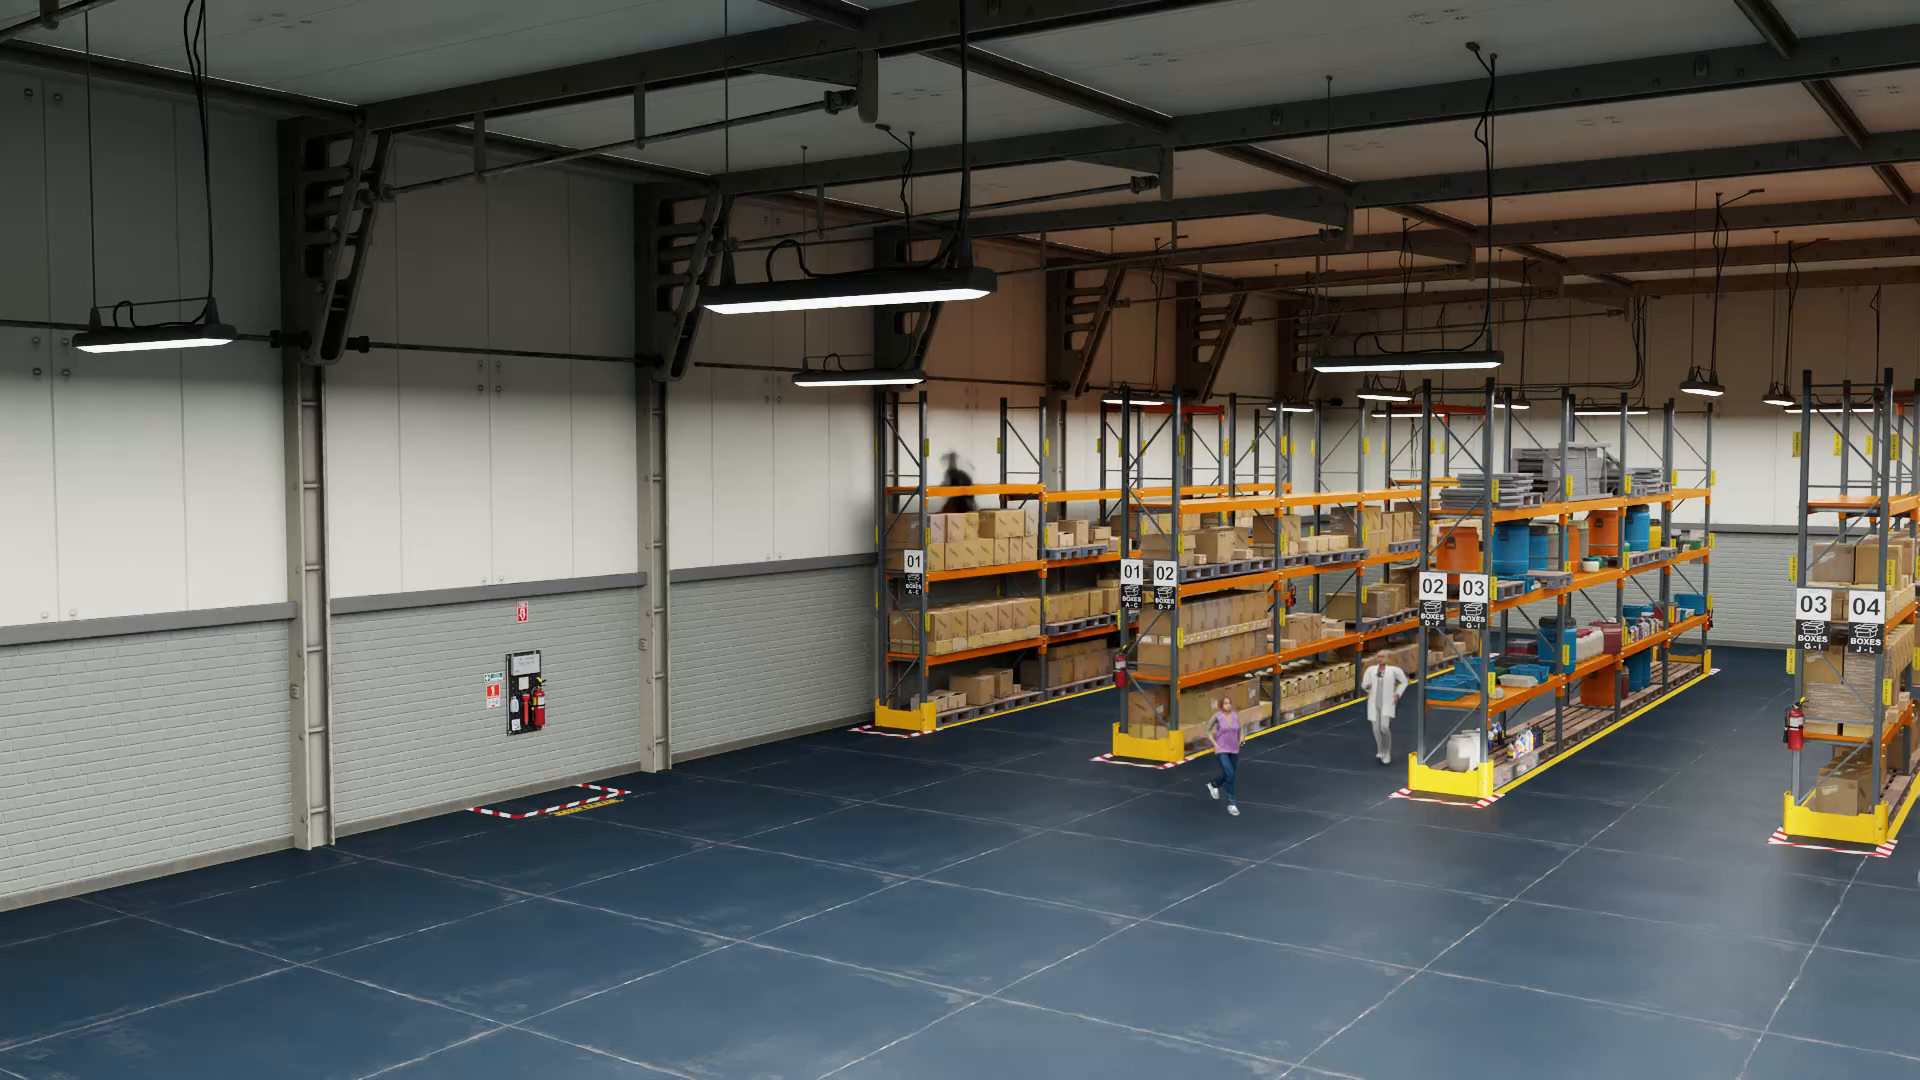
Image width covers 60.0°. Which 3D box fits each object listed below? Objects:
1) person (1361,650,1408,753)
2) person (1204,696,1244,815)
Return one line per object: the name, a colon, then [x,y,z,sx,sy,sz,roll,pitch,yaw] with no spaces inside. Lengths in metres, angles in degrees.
person: [6.699,2.591,26.425,0.687,1.668,0.714,2,4,31]
person: [3.670,2.938,22.981,0.530,1.600,0.766,-1,3,-20]
